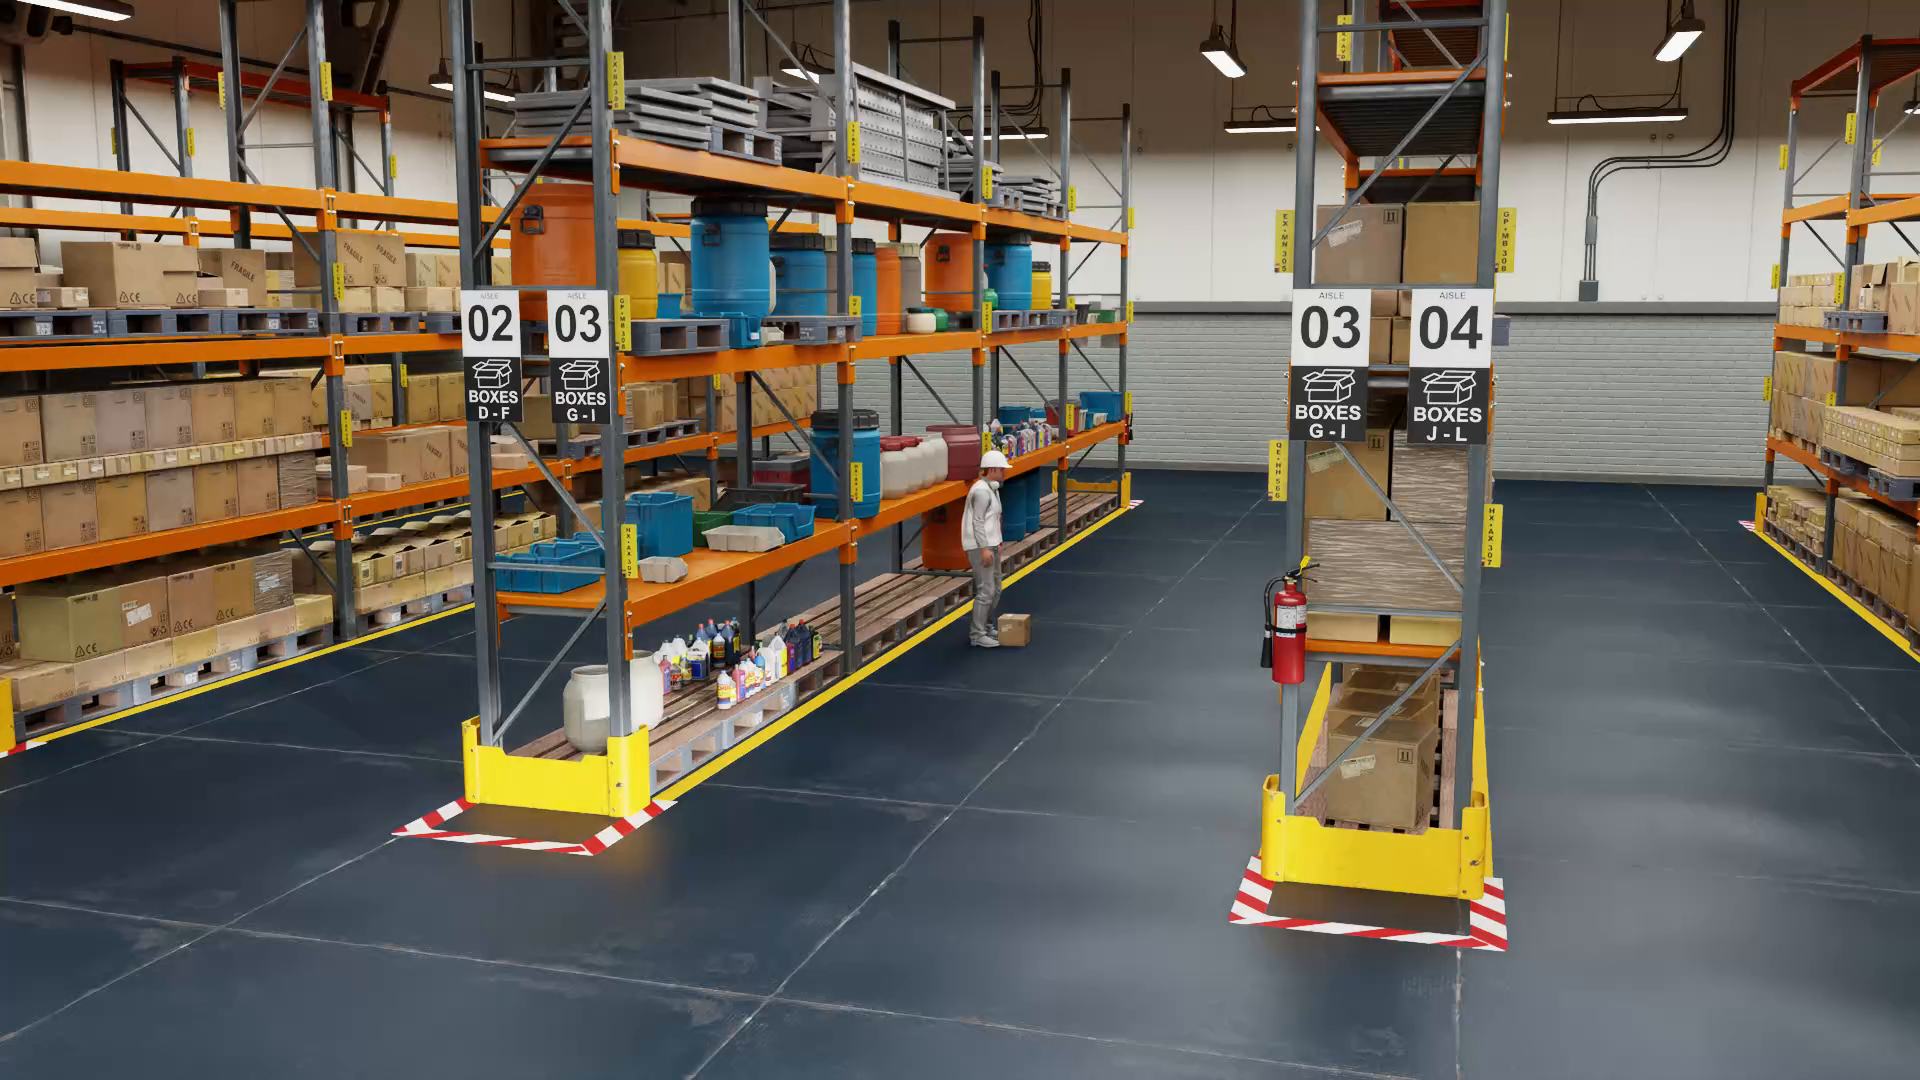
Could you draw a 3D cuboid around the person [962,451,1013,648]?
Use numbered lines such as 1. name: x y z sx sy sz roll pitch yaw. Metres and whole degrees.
1. person: 0.251 0.065 15.288 0.459 1.773 0.590 2 9 14
